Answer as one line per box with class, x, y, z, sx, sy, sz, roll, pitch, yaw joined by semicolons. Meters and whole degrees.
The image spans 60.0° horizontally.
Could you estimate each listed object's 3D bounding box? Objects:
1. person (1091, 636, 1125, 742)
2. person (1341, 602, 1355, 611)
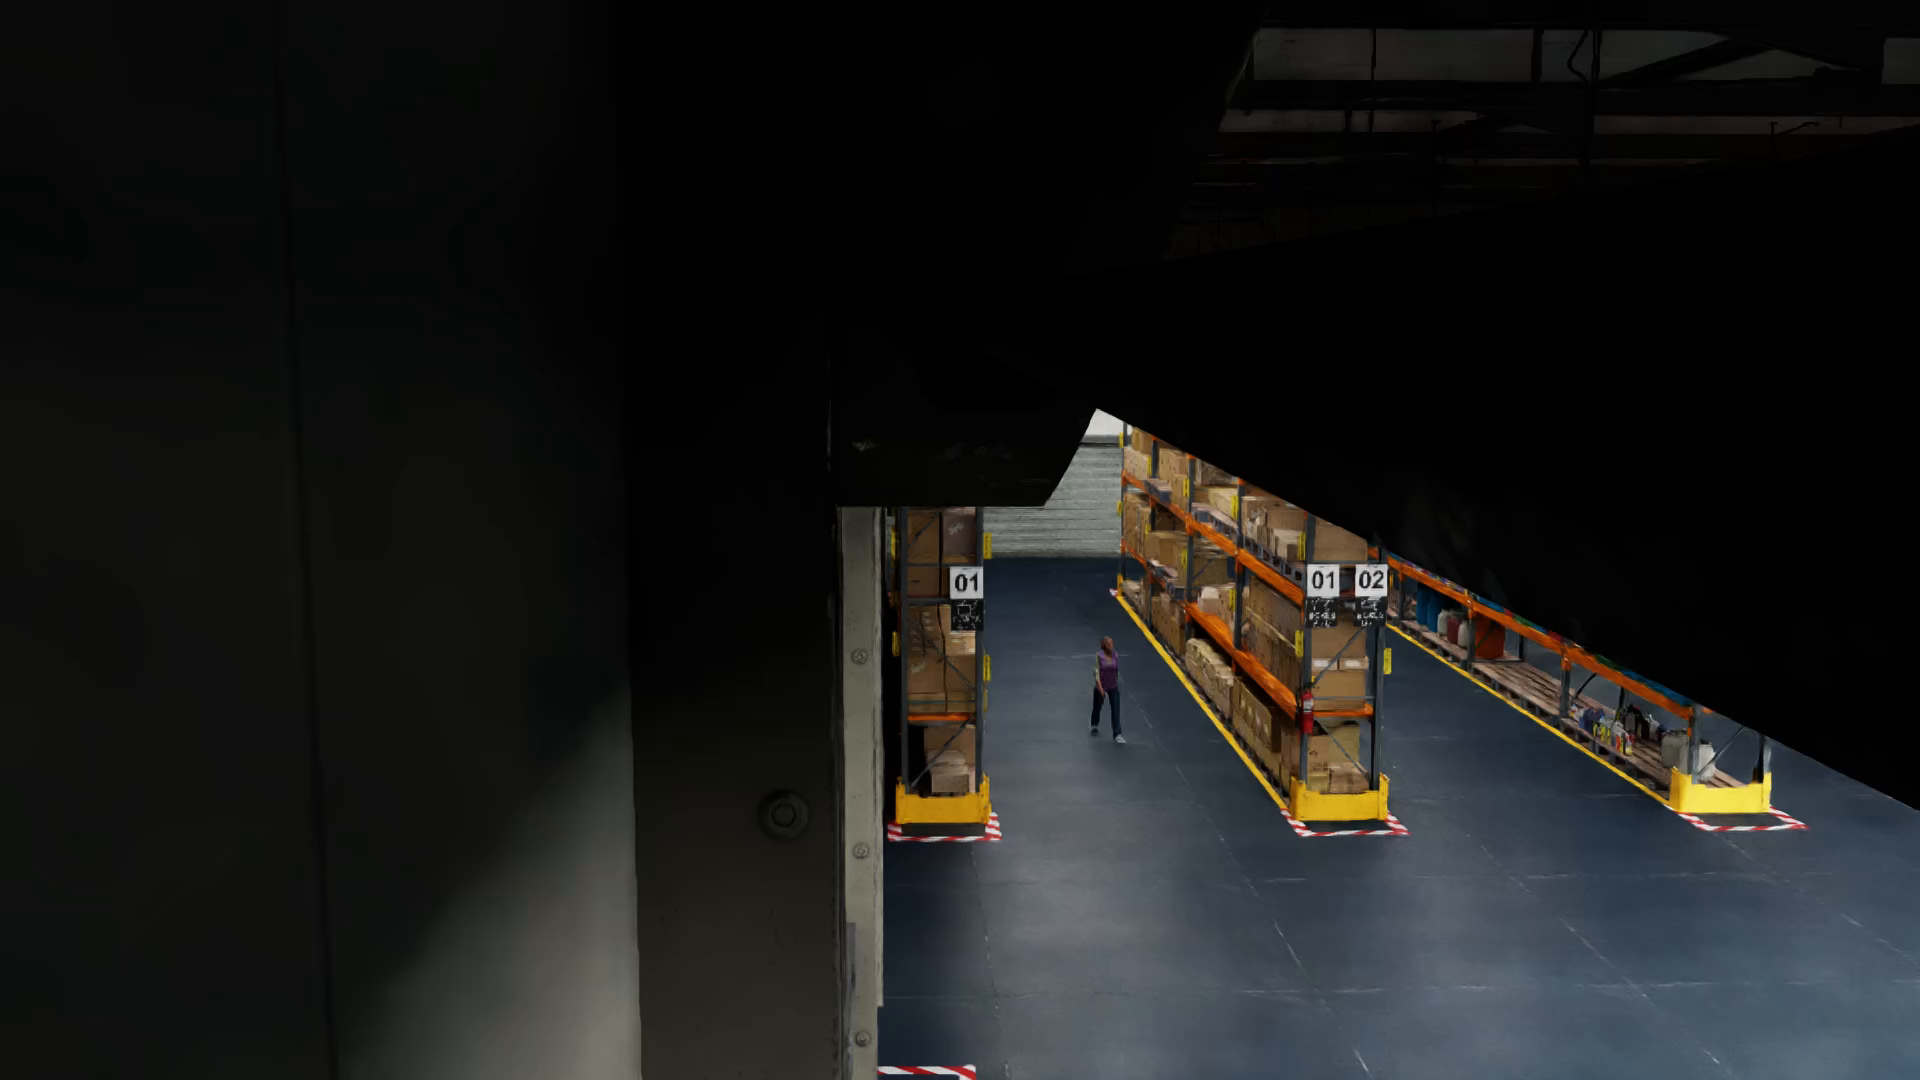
person;2.133;2.145;24.371;0.402;1.533;0.955;-1;8;-10
person;7.416;0.968;31.900;0.736;1.647;0.891;0;8;3
